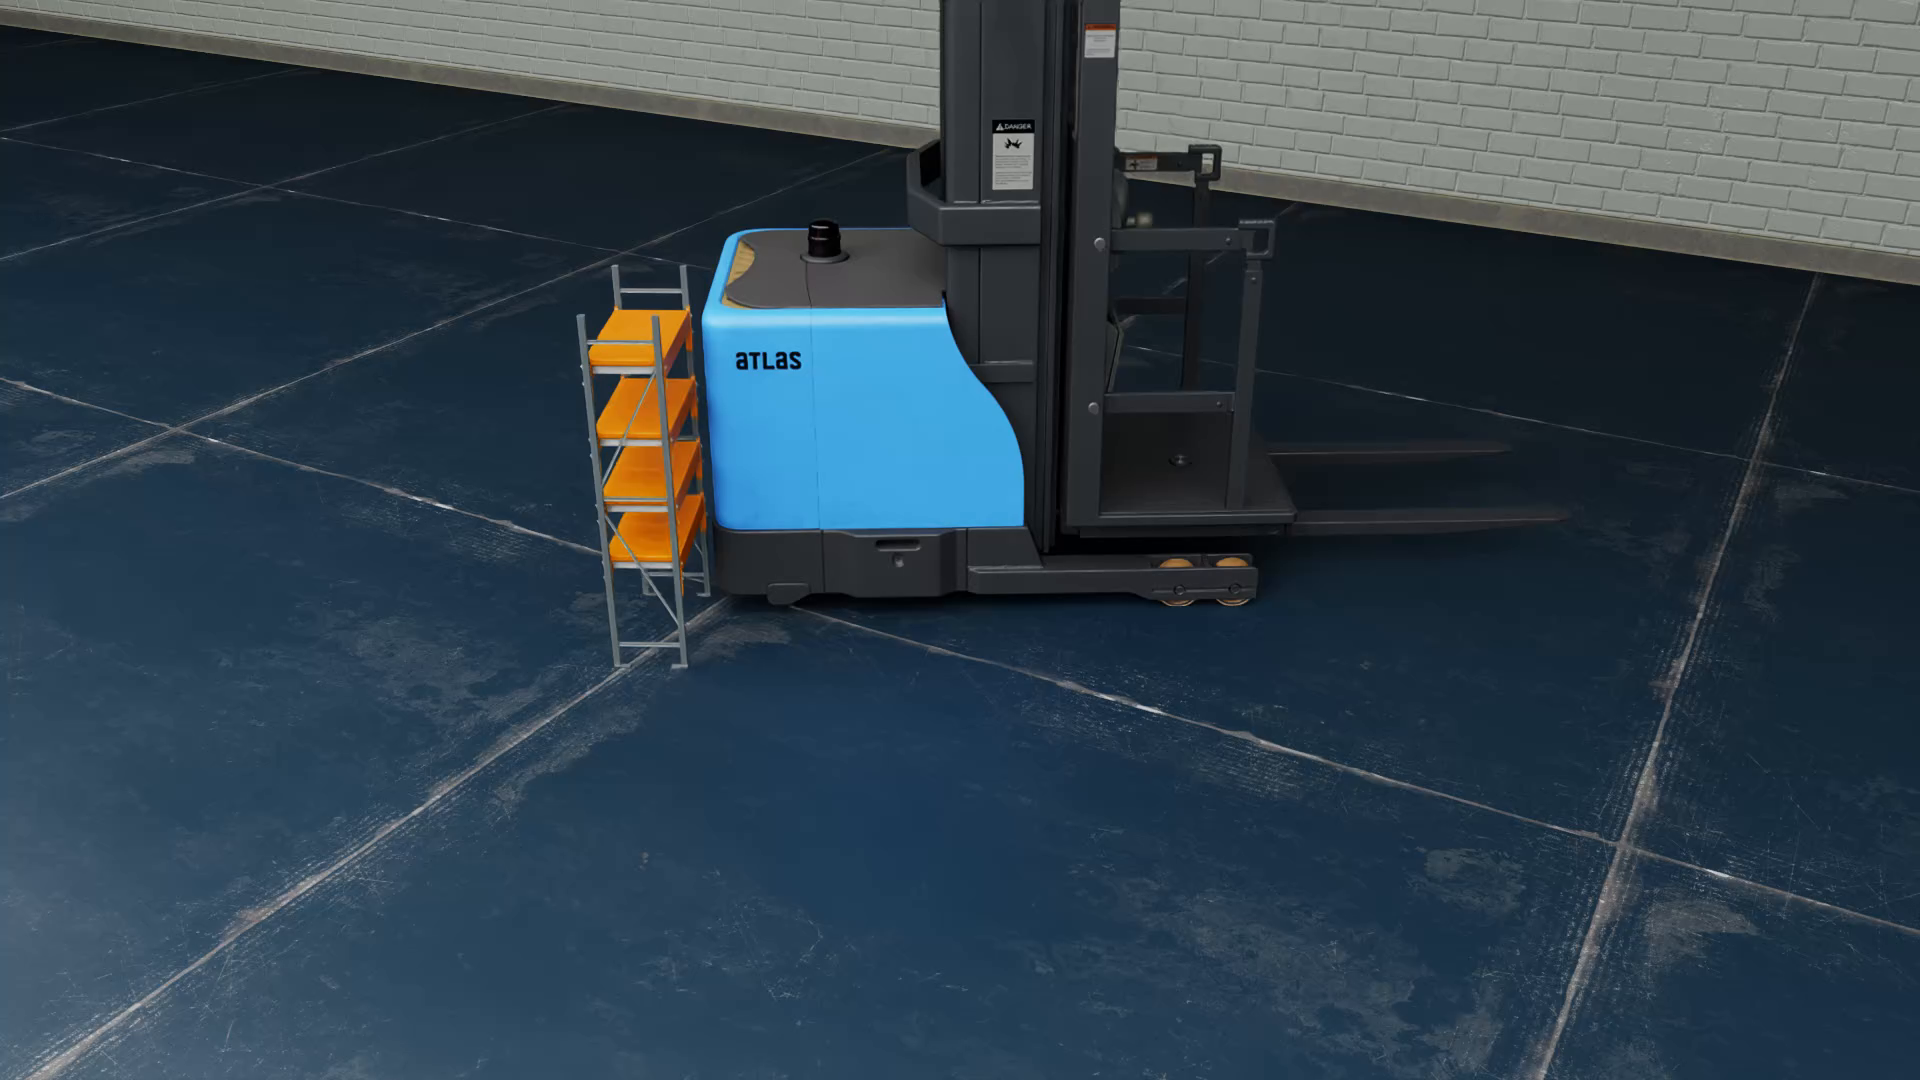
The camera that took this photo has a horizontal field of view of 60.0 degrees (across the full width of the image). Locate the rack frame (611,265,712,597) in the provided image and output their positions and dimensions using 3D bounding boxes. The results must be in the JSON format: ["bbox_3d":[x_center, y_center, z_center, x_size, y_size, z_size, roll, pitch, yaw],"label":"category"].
[{"bbox_3d":[-0.996,-0.342,5.593,0.240,1.200,0.015,1,27,1],"label":"rack frame"}]

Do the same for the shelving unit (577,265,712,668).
[{"bbox_3d":[-1.001,-0.233,5.375,0.258,1.200,0.503,1,27,1],"label":"shelving unit"}]

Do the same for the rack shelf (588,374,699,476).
[{"bbox_3d":[-1.001,-0.373,5.305,0.258,0.148,0.480,1,27,1],"label":"rack shelf"}]

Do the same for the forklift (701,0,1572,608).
[{"bbox_3d":[0.651,-1.314,5.601,3.031,2.935,1.130,-1,27,-2],"label":"forklift"}]

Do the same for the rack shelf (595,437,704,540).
[{"bbox_3d":[-1.001,-0.173,5.405,0.258,0.148,0.480,1,27,1],"label":"rack shelf"}]

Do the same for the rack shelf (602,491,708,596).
[{"bbox_3d":[-1.001,0.005,5.494,0.258,0.148,0.480,1,27,1],"label":"rack shelf"}]

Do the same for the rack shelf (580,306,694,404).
[{"bbox_3d":[-1.001,-0.584,5.199,0.258,0.148,0.480,1,27,1],"label":"rack shelf"}]

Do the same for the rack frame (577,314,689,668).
[{"bbox_3d":[-1.006,-0.124,5.157,0.240,1.200,0.015,1,27,1],"label":"rack frame"}]
